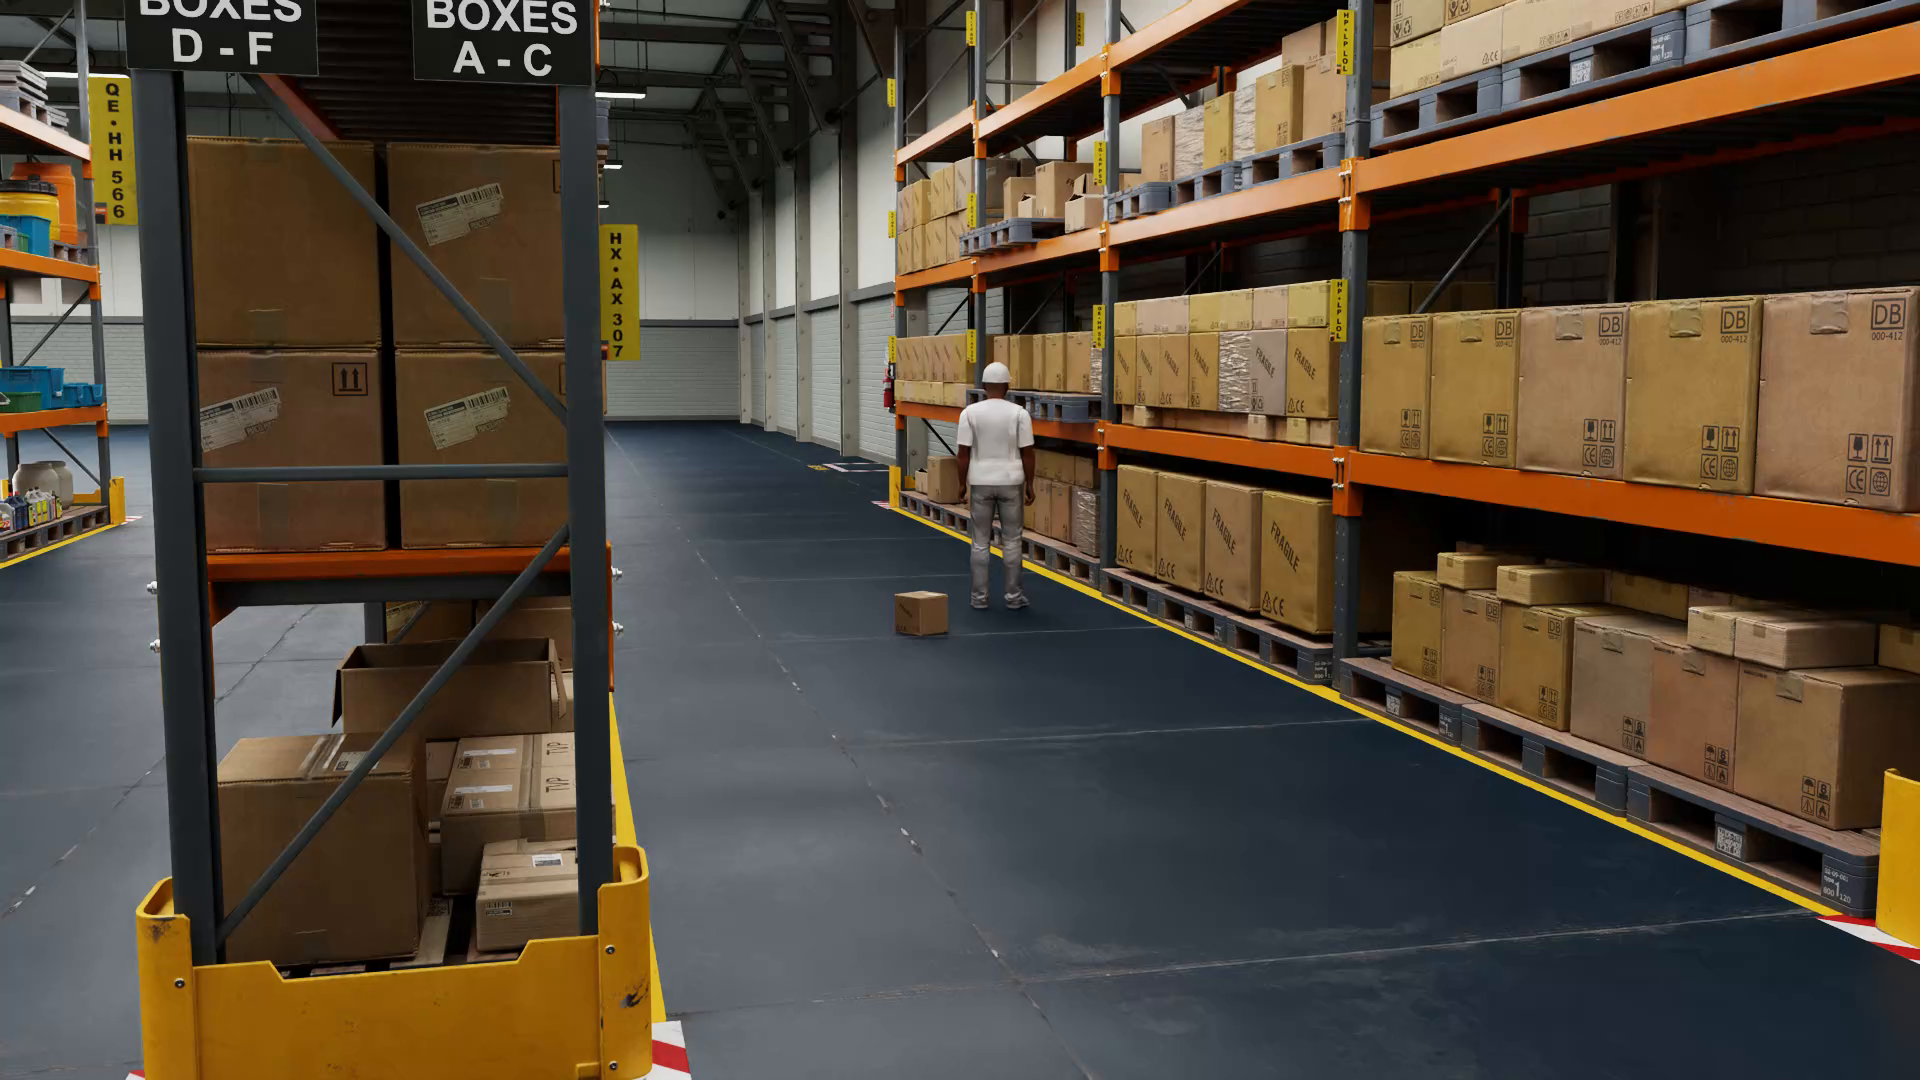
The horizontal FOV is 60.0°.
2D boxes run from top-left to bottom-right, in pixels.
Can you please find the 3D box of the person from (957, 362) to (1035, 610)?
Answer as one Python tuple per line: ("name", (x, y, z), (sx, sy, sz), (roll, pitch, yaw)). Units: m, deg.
("person", (0.261, -0.389, 11.969), (0.567, 1.771, 0.378), (1, 6, 5))
